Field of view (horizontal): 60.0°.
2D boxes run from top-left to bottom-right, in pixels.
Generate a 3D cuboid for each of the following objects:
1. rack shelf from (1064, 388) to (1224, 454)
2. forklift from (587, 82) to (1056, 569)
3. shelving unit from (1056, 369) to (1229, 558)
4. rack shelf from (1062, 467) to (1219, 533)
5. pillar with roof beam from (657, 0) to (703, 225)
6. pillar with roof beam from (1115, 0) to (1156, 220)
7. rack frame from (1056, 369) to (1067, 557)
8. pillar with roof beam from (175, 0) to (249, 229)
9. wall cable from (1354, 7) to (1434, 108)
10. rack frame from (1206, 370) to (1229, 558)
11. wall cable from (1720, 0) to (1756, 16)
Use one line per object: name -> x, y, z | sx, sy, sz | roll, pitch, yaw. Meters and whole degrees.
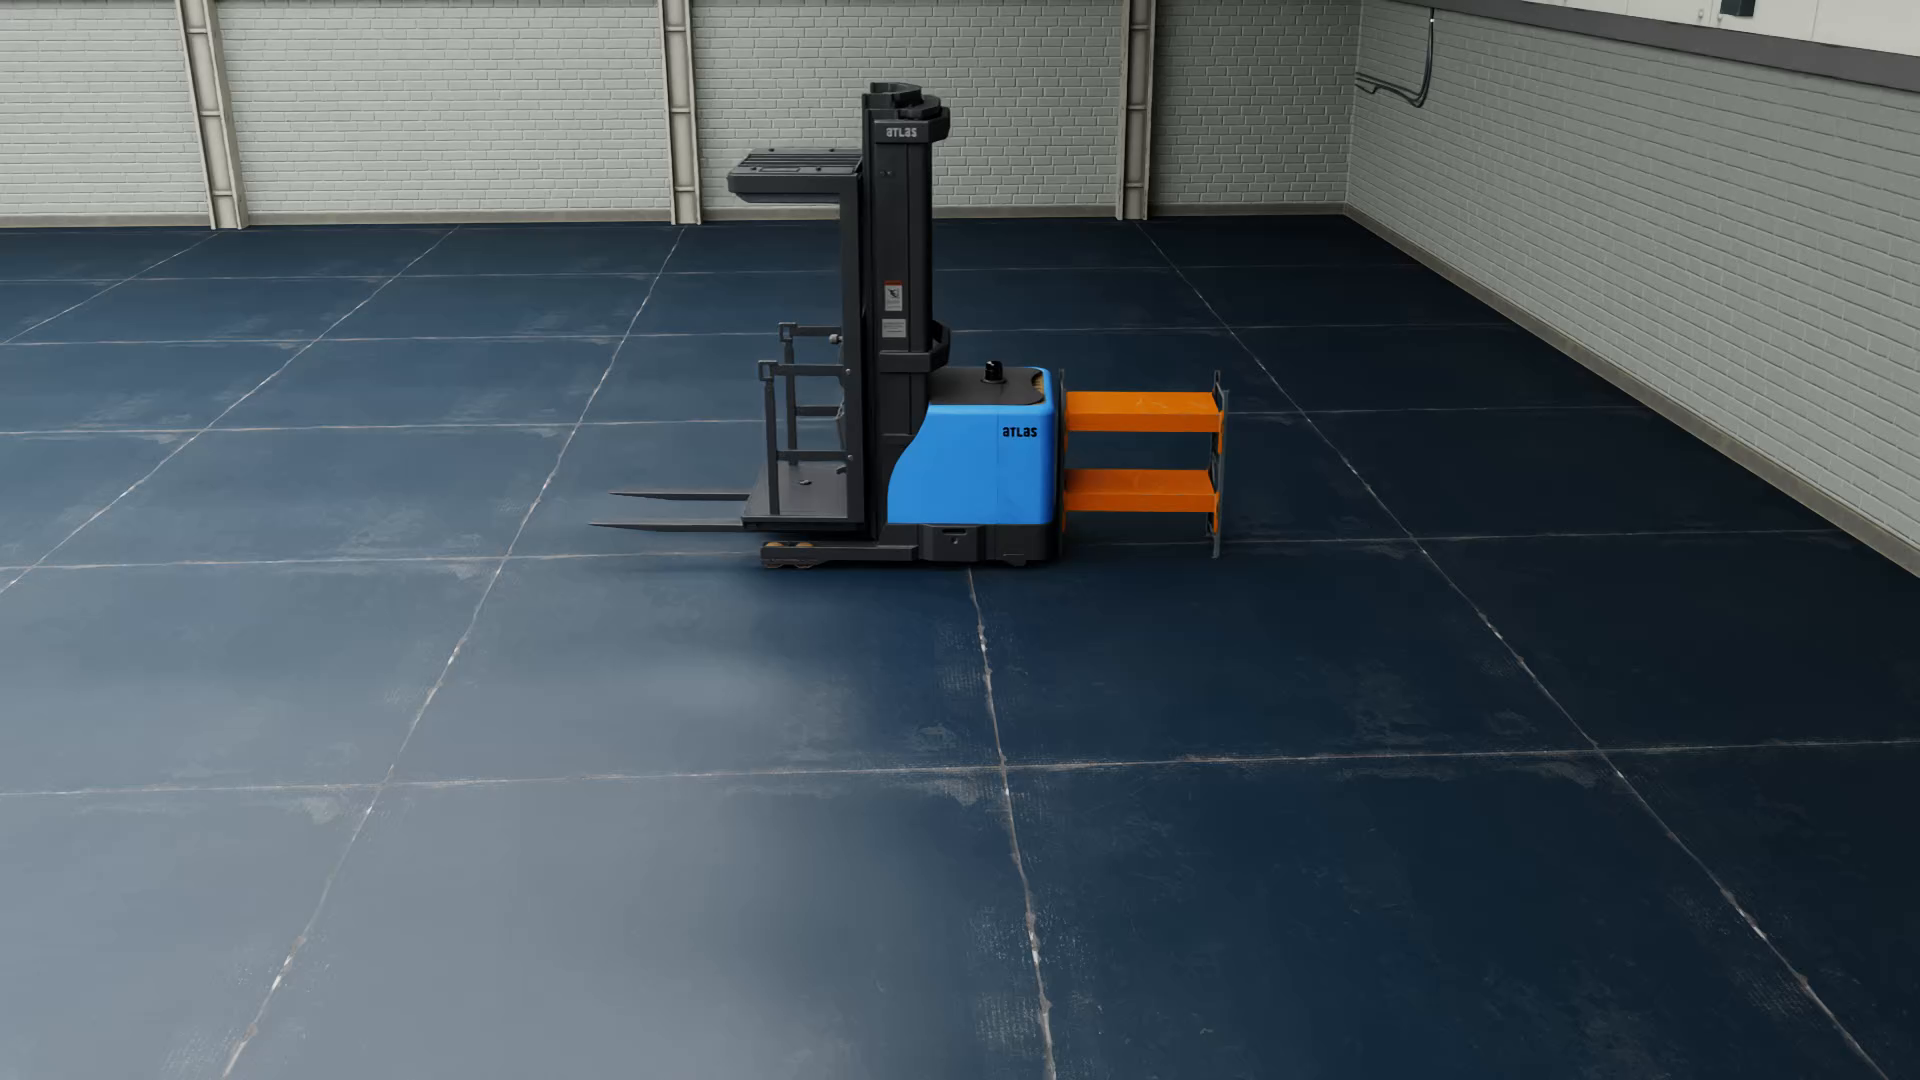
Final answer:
rack shelf -> 1.168, -0.774, 10.750 | 1.000, 0.278, 0.538 | 1, 21, 1
forklift -> -0.897, -1.372, 10.607 | 3.031, 2.935, 1.130 | 1, 21, 1
shelving unit -> 1.168, -0.500, 10.854 | 1.048, 1.125, 0.538 | 1, 21, 1
rack shelf -> 1.168, -0.272, 10.941 | 1.000, 0.278, 0.538 | 1, 21, 1
pillar with roof beam -> -3.413, -6.939, 16.700 | 0.400, 9.000, 9.100 | -1, 21, -3
pillar with roof beam -> 2.577, -7.061, 17.021 | 0.400, 9.000, 9.100 | -1, 21, -3
rack frame -> 0.659, -0.505, 10.866 | 0.032, 1.125, 0.500 | 1, 21, 1
pillar with roof beam -> -9.403, -6.817, 16.380 | 0.400, 9.000, 9.100 | -1, 21, -3
wall cable -> 5.348, -6.729, 20.513 | 0.112, 2.526, 3.097 | -1, 21, -3
rack frame -> 1.676, -0.495, 10.842 | 0.032, 1.125, 0.500 | 1, 21, 1
wall cable -> 5.874, -6.397, 10.497 | 0.169, 6.003, 2.305 | -1, 21, -3
